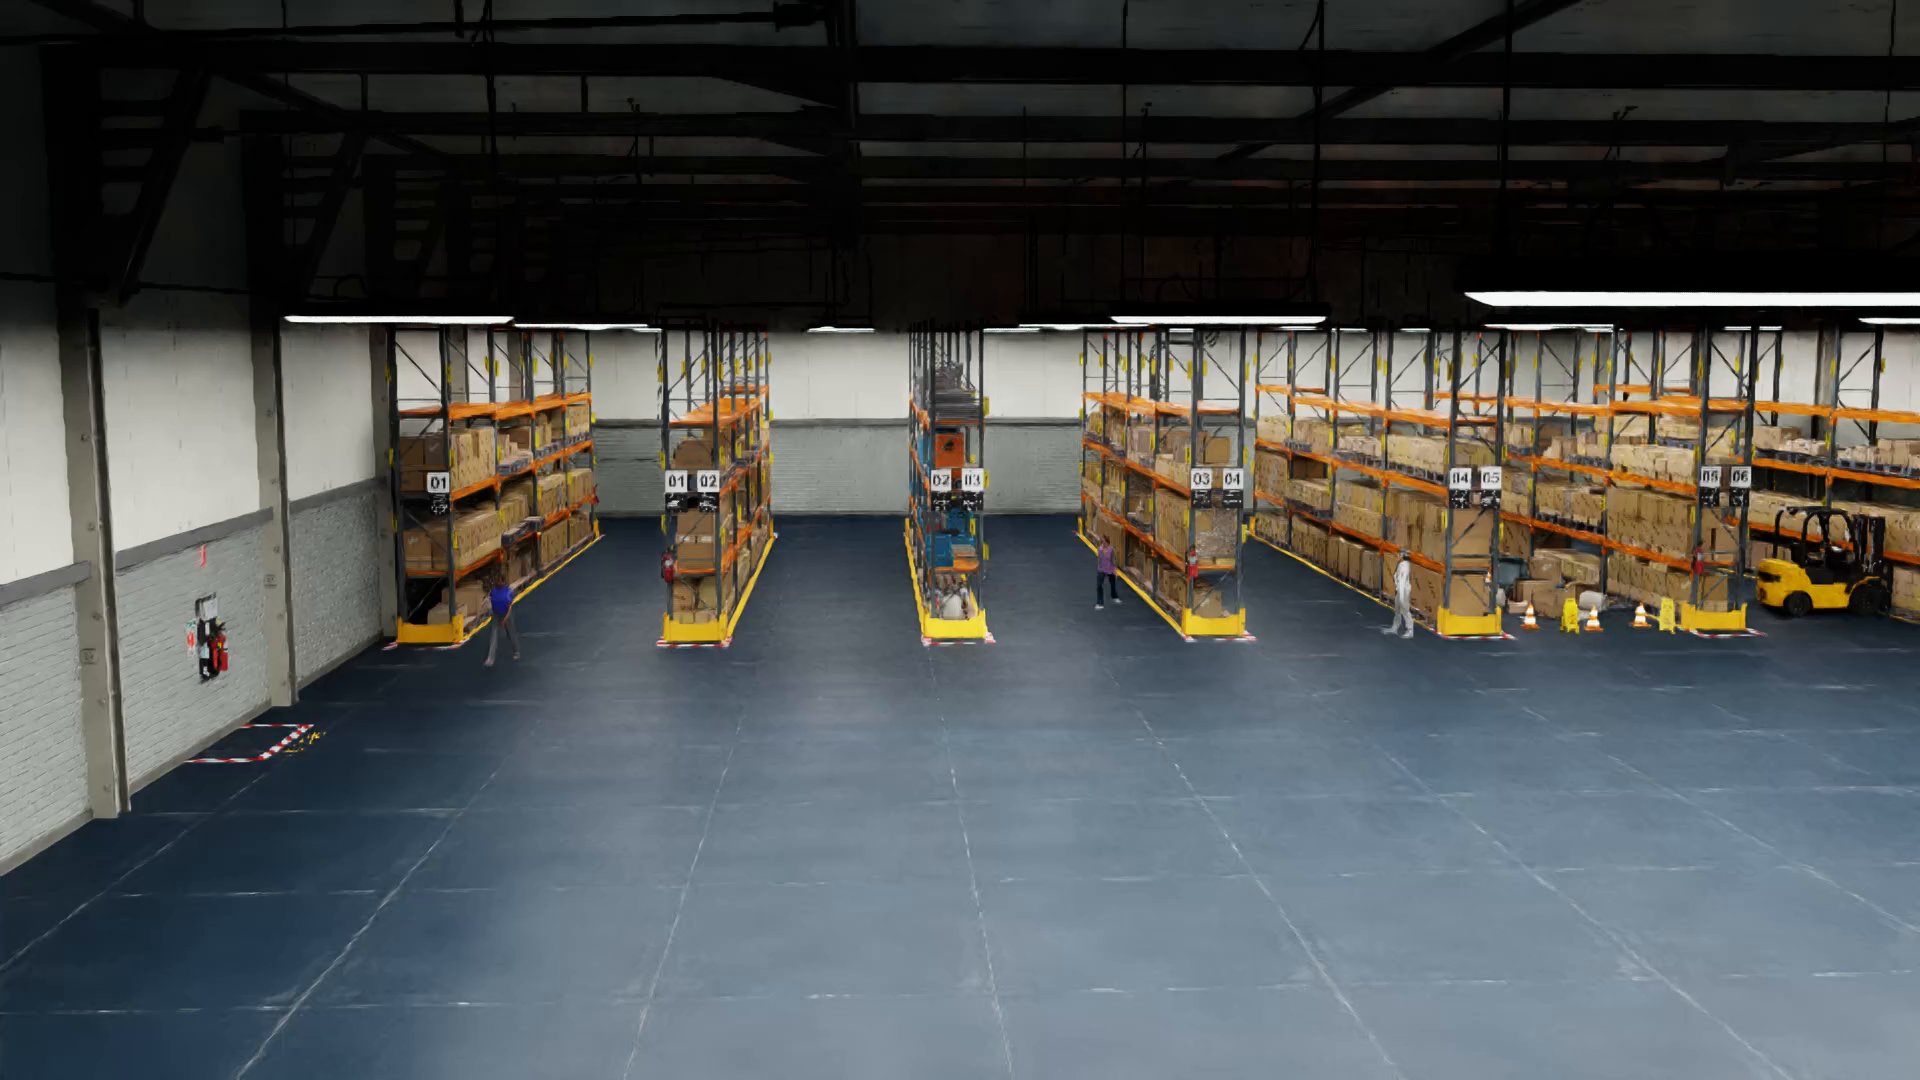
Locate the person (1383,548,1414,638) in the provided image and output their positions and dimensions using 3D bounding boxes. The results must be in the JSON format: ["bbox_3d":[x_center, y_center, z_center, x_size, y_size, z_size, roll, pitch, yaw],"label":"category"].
[{"bbox_3d":[8.357,0.983,31.625,0.588,1.668,0.662,2,7,18],"label":"person"}]

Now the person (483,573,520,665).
[{"bbox_3d":[-7.965,1.392,28.938,0.443,1.510,1.000,1,7,6],"label":"person"}]

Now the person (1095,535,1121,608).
[{"bbox_3d":[3.114,0.639,34.984,0.461,1.531,0.866,2,7,18],"label":"person"}]
